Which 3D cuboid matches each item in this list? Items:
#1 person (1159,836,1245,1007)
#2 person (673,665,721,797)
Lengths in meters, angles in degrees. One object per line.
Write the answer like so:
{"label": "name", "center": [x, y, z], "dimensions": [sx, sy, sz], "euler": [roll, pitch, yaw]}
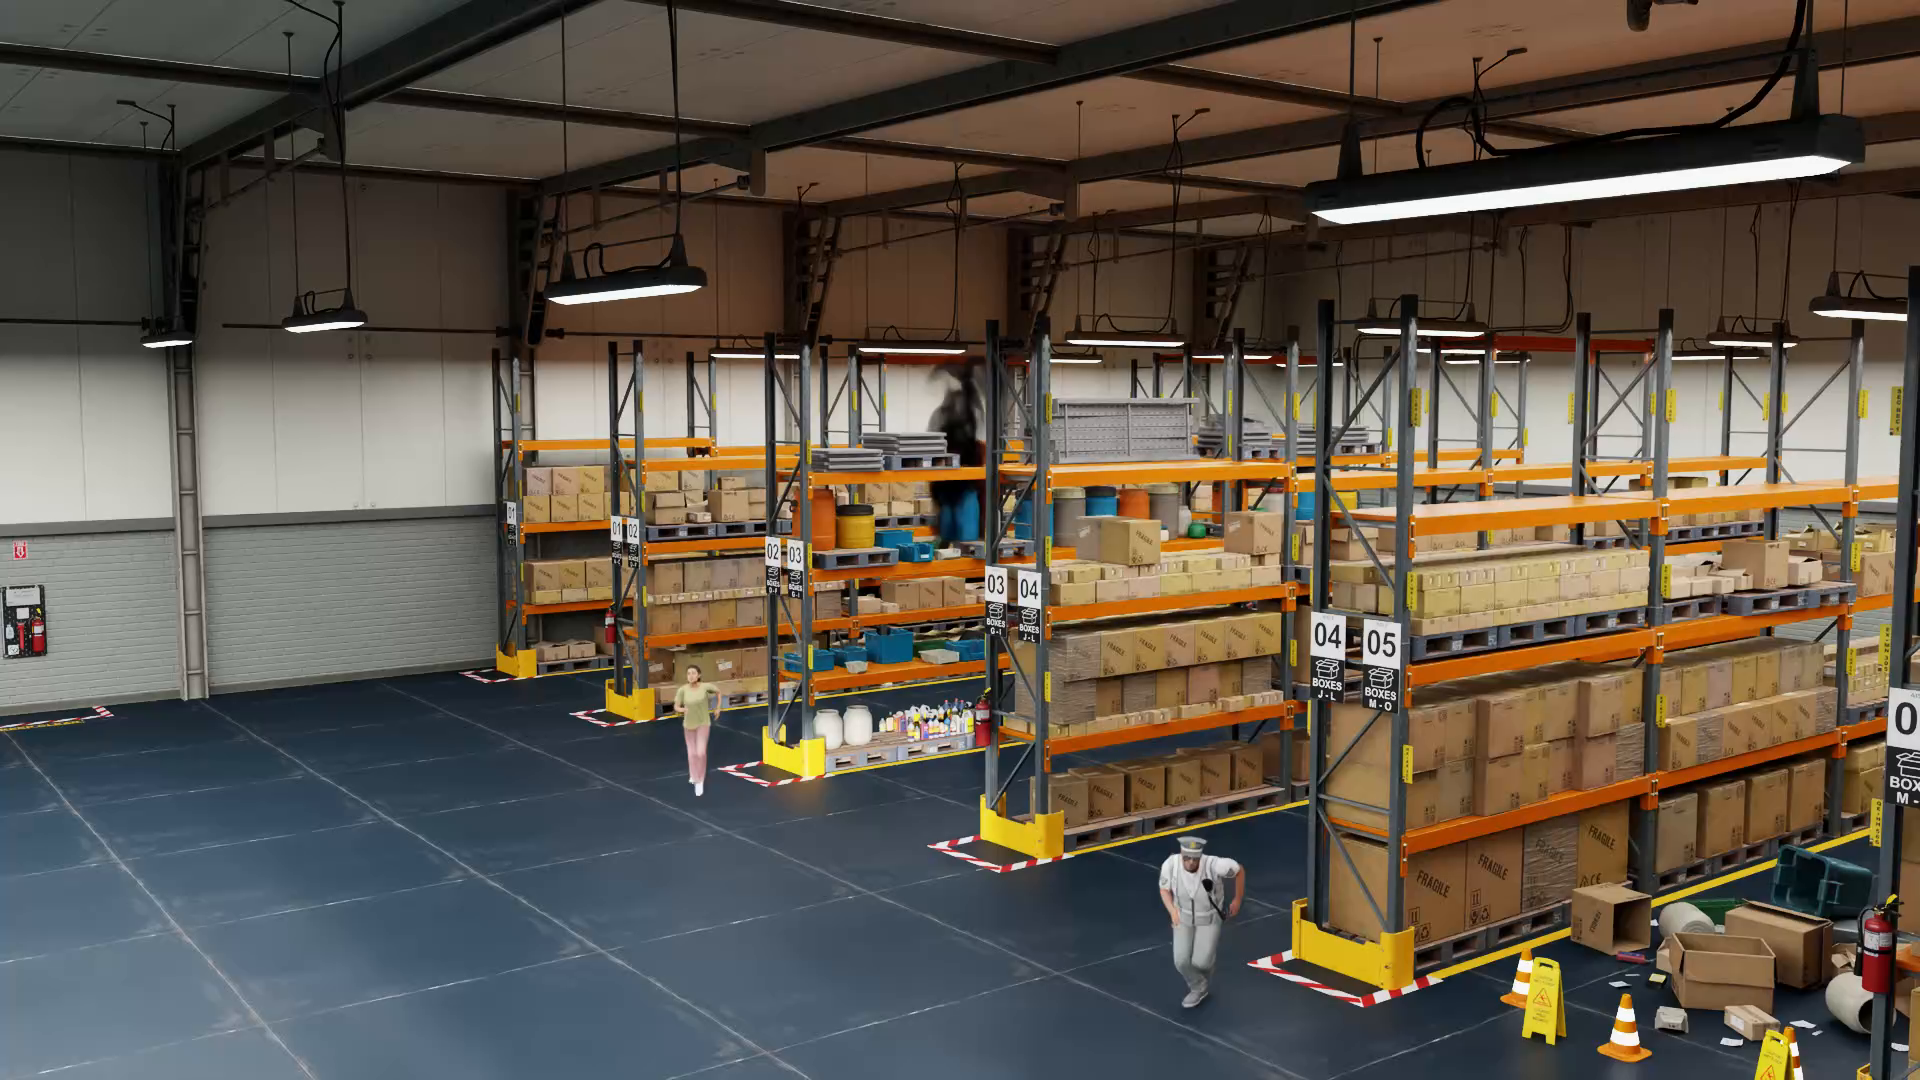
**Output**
{"label": "person", "center": [2.007, 3.179, 13.844], "dimensions": [0.690, 1.565, 0.841], "euler": [2, 5, 19]}
{"label": "person", "center": [-3.404, 2.450, 21.577], "dimensions": [0.578, 1.674, 0.848], "euler": [0, 5, 1]}
